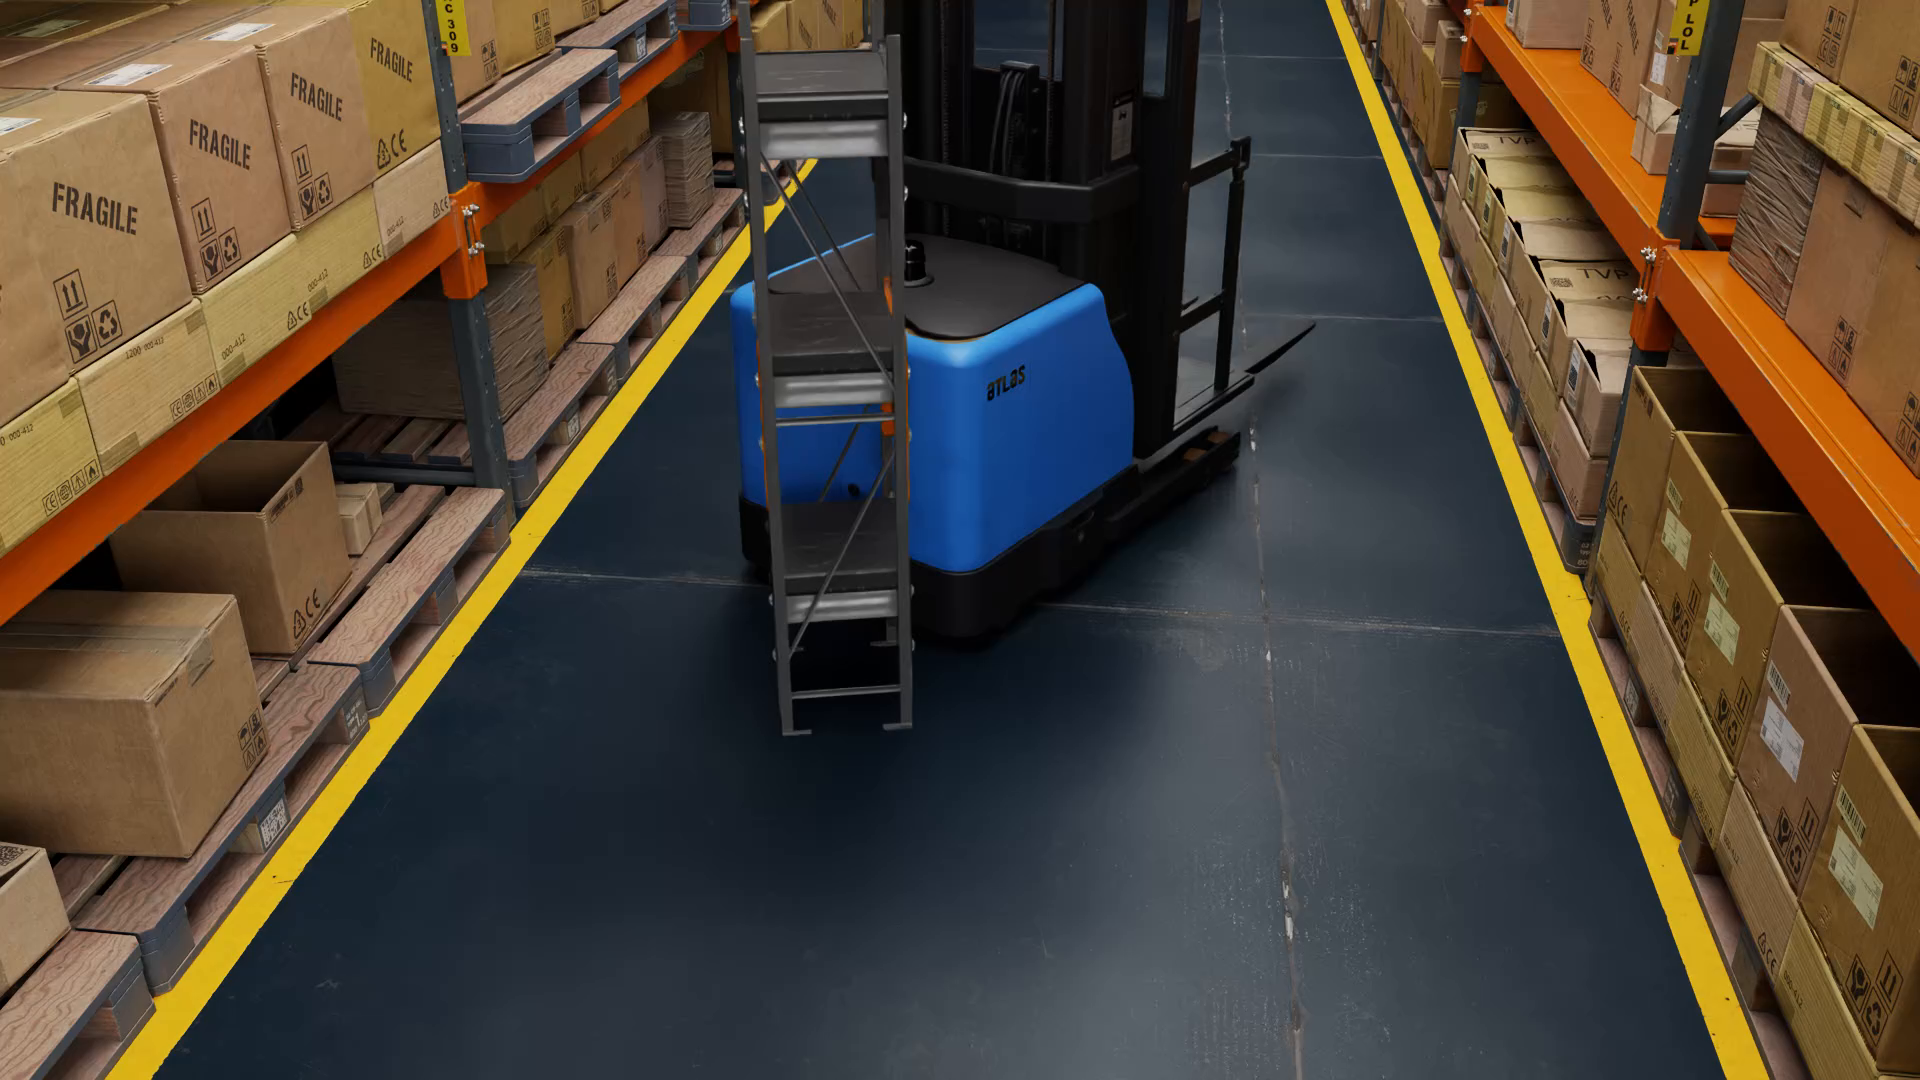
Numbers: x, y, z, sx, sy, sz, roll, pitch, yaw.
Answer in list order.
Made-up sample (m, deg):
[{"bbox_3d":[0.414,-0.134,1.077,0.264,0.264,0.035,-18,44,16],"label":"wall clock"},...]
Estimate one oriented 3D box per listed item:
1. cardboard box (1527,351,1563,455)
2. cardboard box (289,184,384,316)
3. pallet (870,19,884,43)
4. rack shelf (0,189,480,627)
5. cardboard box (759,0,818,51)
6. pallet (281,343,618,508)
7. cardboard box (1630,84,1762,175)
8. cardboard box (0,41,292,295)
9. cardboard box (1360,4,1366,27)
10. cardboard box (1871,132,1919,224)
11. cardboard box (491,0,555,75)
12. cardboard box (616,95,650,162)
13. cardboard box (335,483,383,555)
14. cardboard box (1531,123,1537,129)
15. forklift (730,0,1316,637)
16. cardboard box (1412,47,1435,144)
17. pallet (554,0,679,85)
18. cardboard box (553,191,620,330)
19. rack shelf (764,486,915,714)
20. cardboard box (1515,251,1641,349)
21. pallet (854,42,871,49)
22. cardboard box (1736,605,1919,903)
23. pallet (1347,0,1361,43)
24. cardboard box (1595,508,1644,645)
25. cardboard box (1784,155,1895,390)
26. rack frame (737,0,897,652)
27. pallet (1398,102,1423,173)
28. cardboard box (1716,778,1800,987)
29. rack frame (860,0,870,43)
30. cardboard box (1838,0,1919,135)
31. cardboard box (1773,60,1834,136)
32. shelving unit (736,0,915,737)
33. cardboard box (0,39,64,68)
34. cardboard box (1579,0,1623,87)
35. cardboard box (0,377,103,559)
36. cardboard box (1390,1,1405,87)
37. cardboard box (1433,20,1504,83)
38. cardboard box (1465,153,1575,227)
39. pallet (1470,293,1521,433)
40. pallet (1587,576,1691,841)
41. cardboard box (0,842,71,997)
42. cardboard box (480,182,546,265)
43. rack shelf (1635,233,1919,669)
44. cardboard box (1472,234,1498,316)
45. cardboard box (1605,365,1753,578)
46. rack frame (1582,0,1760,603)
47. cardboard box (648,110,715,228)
[{"bbox_3d":[2.543,-0.525,6.518,0.500,0.250,0.500,3,28,5],"label":"cardboard box"},{"bbox_3d":[-2.028,-0.855,4.811,0.500,0.250,0.500,3,29,6],"label":"cardboard box"},{"bbox_3d":[-1.050,-4.278,13.968,1.003,0.211,1.213,3,28,6],"label":"pallet"},{"bbox_3d":[-2.446,-0.128,4.084,1.077,0.370,4.000,3,28,6],"label":"rack shelf"},{"bbox_3d":[-1.377,-3.258,10.959,0.750,0.750,0.750,3,28,6],"label":"cardboard box"},{"bbox_3d":[-2.107,-0.525,7.003,1.003,0.211,1.213,3,28,6],"label":"pallet"},{"bbox_3d":[2.641,-1.466,5.950,0.396,0.266,0.258,3,28,5],"label":"cardboard box"},{"bbox_3d":[-2.080,-0.947,4.192,0.500,0.500,0.500,3,28,5],"label":"cardboard box"},{"bbox_3d":[3.471,-4.269,13.554,0.380,0.149,0.250,3,28,6],"label":"cardboard box"},{"bbox_3d":[2.367,-0.834,3.846,0.380,0.149,0.250,2,28,5],"label":"cardboard box"},{"bbox_3d":[-2.029,-2.124,6.461,0.700,0.500,0.500,6,29,11],"label":"cardboard box"},{"bbox_3d":[-1.880,-2.086,8.341,0.500,0.250,0.500,4,29,7],"label":"cardboard box"},{"bbox_3d":[-2.237,-0.079,5.758,0.380,0.166,0.250,0,28,0],"label":"cardboard box"},{"bbox_3d":[3.545,-2.274,9.480,0.500,0.500,0.500,5,29,8],"label":"cardboard box"},{"bbox_3d":[0.483,-1.612,6.152,1.130,2.935,3.031,19,34,31],"label":"forklift"},{"bbox_3d":[3.151,-2.774,10.408,0.500,0.500,0.500,2,28,4],"label":"cardboard box"},{"bbox_3d":[-1.913,-2.251,7.467,1.003,0.211,1.213,3,28,6],"label":"pallet"},{"bbox_3d":[-2.011,-1.311,7.693,0.700,0.500,0.500,4,29,7],"label":"cardboard box"},{"bbox_3d":[-0.381,0.181,5.205,0.431,0.518,0.480,-4,29,-7],"label":"rack shelf"},{"bbox_3d":[2.602,-1.009,6.825,0.500,0.311,0.500,3,28,6],"label":"cardboard box"},{"bbox_3d":[-1.241,-3.557,12.630,1.003,0.211,1.213,3,28,6],"label":"pallet"},{"bbox_3d":[2.167,0.501,3.822,0.500,0.500,0.500,3,28,6],"label":"cardboard box"},{"bbox_3d":[3.928,-4.537,14.450,1.003,0.211,1.213,3,28,6],"label":"pallet"},{"bbox_3d":[2.358,0.126,5.310,0.500,0.250,0.500,3,28,6],"label":"cardboard box"},{"bbox_3d":[2.609,-0.686,4.256,0.700,0.500,0.500,3,28,6],"label":"cardboard box"},{"bbox_3d":[-0.413,-0.562,5.080,0.400,2.100,0.015,-4,29,-7],"label":"rack frame"},{"bbox_3d":[3.487,-2.677,10.997,1.003,0.211,1.213,3,28,6],"label":"pallet"},{"bbox_3d":[2.170,0.832,4.000,0.500,0.250,0.500,3,28,6],"label":"cardboard box"},{"bbox_3d":[-1.221,-5.152,12.651,1.000,3.000,0.127,3,28,6],"label":"rack frame"},{"bbox_3d":[2.607,-1.268,3.968,0.700,0.500,0.500,3,28,6],"label":"cardboard box"},{"bbox_3d":[2.460,-1.197,4.519,0.380,0.149,0.250,4,29,7],"label":"cardboard box"},{"bbox_3d":[-0.381,-0.447,4.867,0.431,2.100,0.503,-4,29,-7],"label":"shelving unit"},{"bbox_3d":[-2.600,-0.973,4.239,0.500,0.500,0.500,4,29,8],"label":"cardboard box"},{"bbox_3d":[3.016,-2.236,7.133,0.500,0.500,0.500,2,28,3],"label":"cardboard box"},{"bbox_3d":[-2.198,-0.142,3.489,0.500,0.250,0.500,3,28,5],"label":"cardboard box"},{"bbox_3d":[3.341,-3.494,11.745,0.500,0.500,0.500,4,29,7],"label":"cardboard box"},{"bbox_3d":[3.090,-2.887,9.828,0.500,0.250,0.500,4,29,8],"label":"cardboard box"},{"bbox_3d":[2.794,-1.727,8.159,0.500,0.311,0.500,3,28,5],"label":"cardboard box"},{"bbox_3d":[2.914,-0.798,7.508,1.003,0.211,1.213,3,28,6],"label":"pallet"},{"bbox_3d":[2.577,0.499,5.101,1.003,0.211,1.213,3,28,6],"label":"pallet"},{"bbox_3d":[-2.447,0.898,3.792,0.500,0.311,0.500,6,29,10],"label":"cardboard box"},{"bbox_3d":[-2.077,-1.365,7.002,0.500,0.250,0.500,3,28,5],"label":"cardboard box"},{"bbox_3d":[2.471,0.158,3.553,1.077,0.370,4.000,3,28,6],"label":"rack shelf"},{"bbox_3d":[2.732,-1.246,7.857,0.500,0.250,0.500,3,28,5],"label":"cardboard box"},{"bbox_3d":[2.348,-0.205,5.133,0.500,0.500,0.500,3,28,6],"label":"cardboard box"},{"bbox_3d":[2.716,-1.100,5.130,1.000,3.000,0.127,3,28,6],"label":"rack frame"},{"bbox_3d":[-1.747,-2.021,9.010,0.700,0.500,0.500,4,29,7],"label":"cardboard box"}]
